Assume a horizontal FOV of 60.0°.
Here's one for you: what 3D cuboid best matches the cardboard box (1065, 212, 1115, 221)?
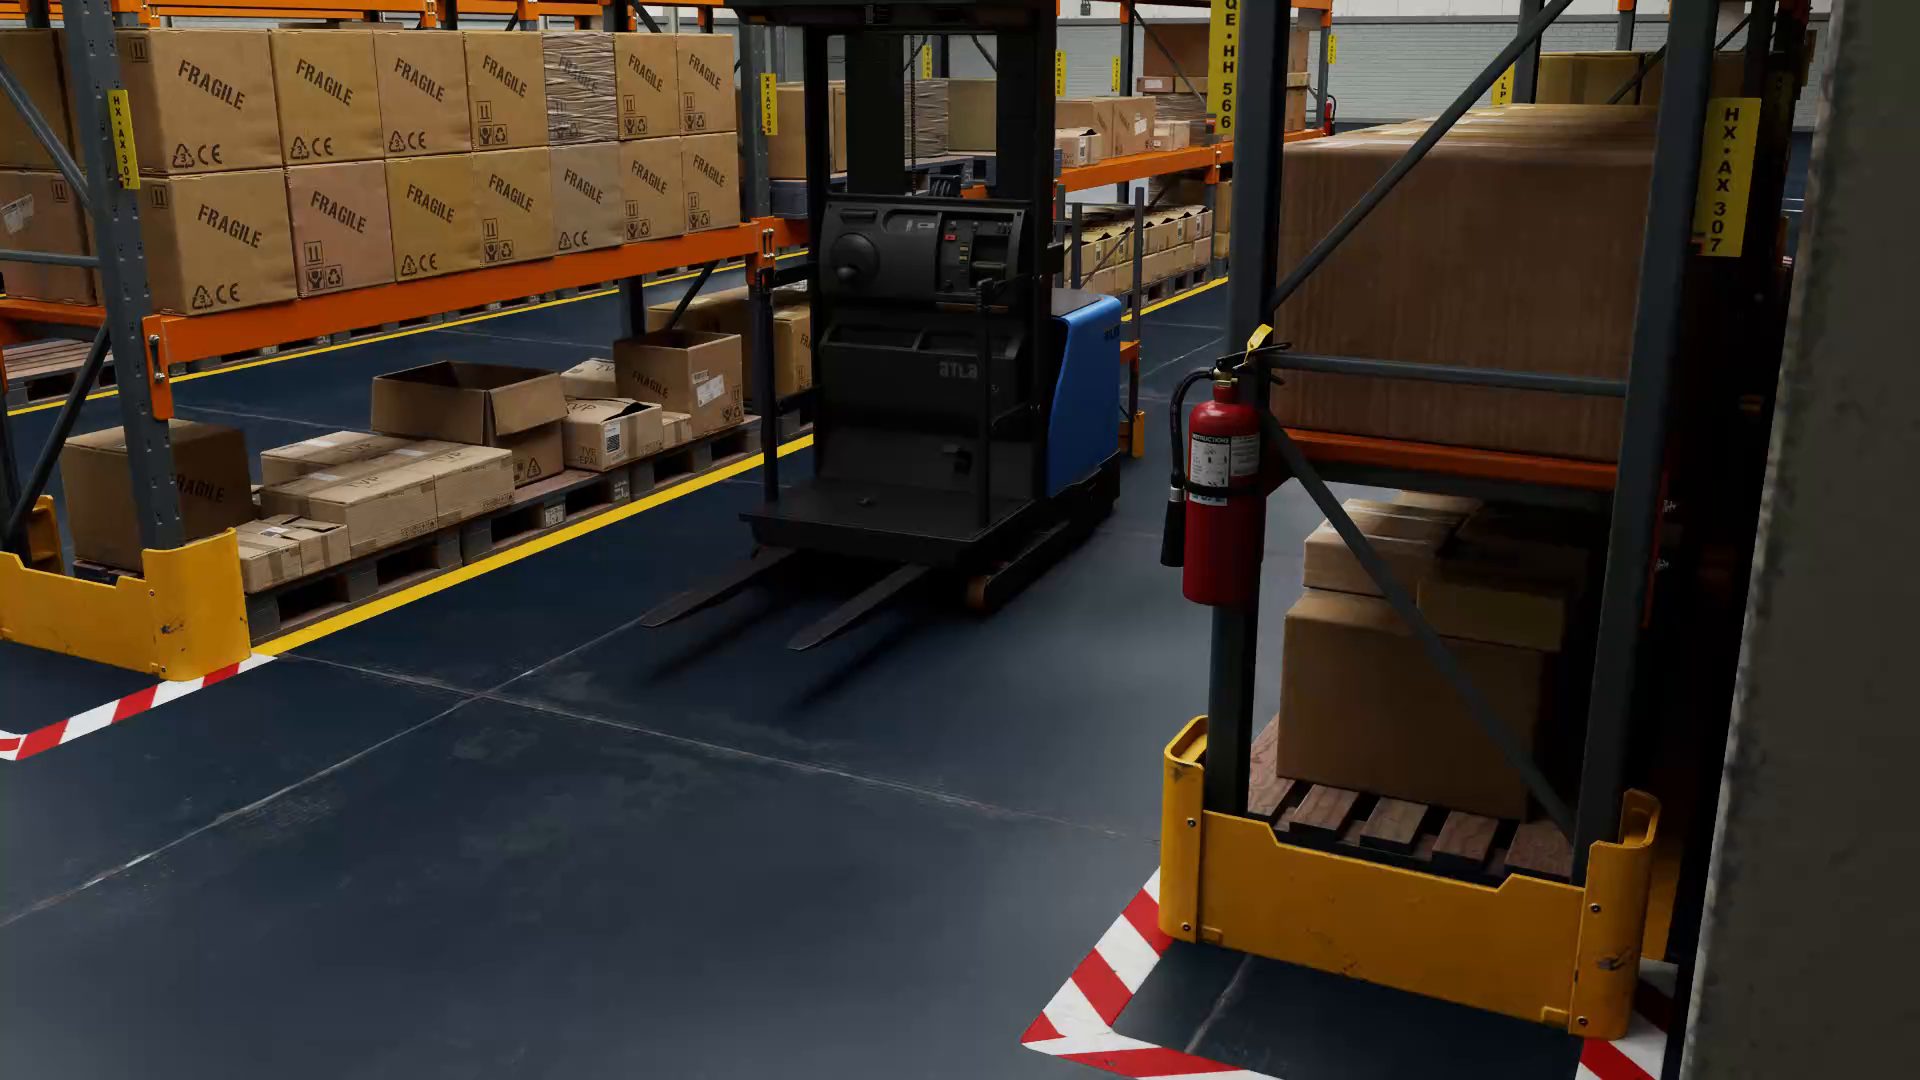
[{"bbox_3d":[1.176,-2.886,15.412,0.500,0.311,0.500,7,18,24],"label":"cardboard box"}]

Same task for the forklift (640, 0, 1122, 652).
[{"bbox_3d":[-0.252,-1.241,6.888,1.130,2.935,3.031,7,18,23],"label":"forklift"}]

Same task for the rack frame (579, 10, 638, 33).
[{"bbox_3d":[-5.032,-6.346,23.956,1.000,3.000,0.127,8,18,25],"label":"rack frame"}]

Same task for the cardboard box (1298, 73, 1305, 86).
[{"bbox_3d":[3.713,-5.255,18.969,0.380,0.149,0.250,9,19,27],"label":"cardboard box"}]

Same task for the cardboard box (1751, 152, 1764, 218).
[{"bbox_3d":[3.566,-1.818,7.978,0.500,0.500,0.500,8,18,26],"label":"cardboard box"}]

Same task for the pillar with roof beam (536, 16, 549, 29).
[{"bbox_3d":[-7.563,-15.088,42.851,9.100,9.000,0.400,8,18,25],"label":"pillar with roof beam"}]

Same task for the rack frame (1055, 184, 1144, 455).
[{"bbox_3d":[0.773,-1.234,9.379,0.500,1.500,0.032,7,18,22],"label":"rack frame"}]

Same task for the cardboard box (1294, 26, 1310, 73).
[{"bbox_3d":[3.585,-5.624,19.070,0.700,0.500,0.500,8,18,26],"label":"cardboard box"}]

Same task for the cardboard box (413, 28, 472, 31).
[{"bbox_3d":[-6.391,-6.079,20.604,0.500,0.500,0.500,8,18,25],"label":"cardboard box"}]

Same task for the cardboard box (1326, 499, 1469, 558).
[{"bbox_3d":[1.344,-0.006,5.124,0.380,0.149,0.250,9,19,27],"label":"cardboard box"}]

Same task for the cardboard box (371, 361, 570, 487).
[{"bbox_3d":[-2.368,-0.563,8.098,0.797,0.503,0.637,8,18,25],"label":"cardboard box"}]

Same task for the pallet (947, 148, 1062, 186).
[{"bbox_3d":[0.014,-2.774,12.265,1.213,0.211,1.003,8,18,25],"label":"pallet"}]

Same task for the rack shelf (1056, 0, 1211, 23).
[{"bbox_3d":[1.148,-4.650,14.239,1.077,0.370,4.000,8,18,25],"label":"rack shelf"}]

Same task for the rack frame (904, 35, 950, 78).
[{"bbox_3d":[-0.601,-5.716,21.835,1.000,3.000,0.127,8,18,25],"label":"rack frame"}]

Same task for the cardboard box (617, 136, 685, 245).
[{"bbox_3d":[-1.756,-1.785,8.423,0.500,0.500,0.500,9,19,27],"label":"cardboard box"}]

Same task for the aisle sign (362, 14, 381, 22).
[{"bbox_3d":[-9.124,-8.229,25.730,0.394,0.787,0.004,8,18,25],"label":"aisle sign"}]

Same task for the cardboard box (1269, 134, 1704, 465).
[{"bbox_3d":[1.332,-0.655,4.269,0.980,0.700,0.700,9,19,28],"label":"cardboard box"}]

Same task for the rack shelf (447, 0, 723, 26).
[{"bbox_3d":[-3.282,-5.281,16.364,1.077,0.370,4.000,8,18,25],"label":"rack shelf"}]

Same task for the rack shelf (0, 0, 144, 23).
[{"bbox_3d":[-9.500,-4.892,15.056,1.077,0.370,4.000,8,18,25],"label":"rack shelf"}]

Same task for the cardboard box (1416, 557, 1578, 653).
[{"bbox_3d":[1.459,0.172,4.524,0.380,0.149,0.250,8,18,26],"label":"cardboard box"}]

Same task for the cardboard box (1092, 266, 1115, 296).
[{"bbox_3d":[0.975,-2.154,13.935,0.500,0.250,0.500,8,18,24],"label":"cardboard box"}]

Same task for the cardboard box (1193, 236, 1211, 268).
[{"bbox_3d":[2.116,-2.807,16.131,0.500,0.250,0.500,8,18,25],"label":"cardboard box"}]

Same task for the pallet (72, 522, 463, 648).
[{"bbox_3d":[-2.931,0.105,7.135,1.003,0.211,1.213,8,18,25],"label":"pallet"}]

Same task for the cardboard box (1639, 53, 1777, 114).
[{"bbox_3d":[3.339,-2.043,7.417,0.500,0.250,0.500,9,19,27],"label":"cardboard box"}]

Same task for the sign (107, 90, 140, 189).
[{"bbox_3d":[-2.835,-1.355,5.633,0.100,0.325,0.005,8,18,25],"label":"sign"}]

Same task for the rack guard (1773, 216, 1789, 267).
[{"bbox_3d":[8.228,-3.238,17.882,1.175,0.500,0.348,8,18,25],"label":"rack guard"}]

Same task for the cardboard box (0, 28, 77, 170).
[{"bbox_3d":[-3.368,-1.685,6.331,0.500,0.500,0.500,8,18,25],"label":"cardboard box"}]

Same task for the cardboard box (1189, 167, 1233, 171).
[{"bbox_3d":[2.718,-3.837,18.285,0.500,0.500,0.500,8,18,25],"label":"cardboard box"}]

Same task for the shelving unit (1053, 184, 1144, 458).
[{"bbox_3d":[0.567,-1.099,8.924,0.587,1.500,1.083,7,18,22],"label":"shelving unit"}]

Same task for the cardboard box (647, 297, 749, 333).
[{"bbox_3d":[-1.569,-1.203,10.258,0.500,0.500,0.500,8,18,25],"label":"cardboard box"}]

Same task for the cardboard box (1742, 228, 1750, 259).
[{"bbox_3d":[3.449,-1.402,7.717,0.380,0.149,0.250,8,18,24],"label":"cardboard box"}]

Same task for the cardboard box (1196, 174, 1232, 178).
[{"bbox_3d":[2.745,-3.515,17.200,0.500,0.500,0.500,8,18,25],"label":"cardboard box"}]

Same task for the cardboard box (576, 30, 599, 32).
[{"bbox_3d":[-5.275,-6.716,22.748,0.500,0.500,0.500,8,18,25],"label":"cardboard box"}]

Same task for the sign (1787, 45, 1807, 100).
[{"bbox_3d":[5.186,-2.903,10.330,0.100,0.325,0.005,8,18,25],"label":"sign"}]

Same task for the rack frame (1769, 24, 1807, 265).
[{"bbox_3d":[8.262,-4.456,17.591,1.000,3.000,0.127,8,18,25],"label":"rack frame"}]

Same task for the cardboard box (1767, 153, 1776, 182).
[{"bbox_3d":[4.712,-2.464,10.153,0.500,0.500,0.500,8,18,26],"label":"cardboard box"}]

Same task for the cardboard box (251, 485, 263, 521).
[{"bbox_3d":[-3.036,-0.124,7.210,0.380,0.166,0.250,8,18,25],"label":"cardboard box"}]

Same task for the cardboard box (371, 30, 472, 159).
[{"bbox_3d":[-2.431,-1.877,6.978,0.500,0.500,0.500,8,18,26],"label":"cardboard box"}]

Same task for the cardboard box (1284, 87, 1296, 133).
[{"bbox_3d":[3.379,-4.881,18.848,0.700,0.500,0.500,9,19,27],"label":"cardboard box"}]

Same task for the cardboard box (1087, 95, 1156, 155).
[{"bbox_3d":[1.448,-3.786,15.162,0.500,0.500,0.500,10,19,29],"label":"cardboard box"}]

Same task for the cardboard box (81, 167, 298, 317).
[{"bbox_3d":[-2.886,-1.137,6.242,0.500,0.500,0.500,9,19,27],"label":"cardboard box"}]

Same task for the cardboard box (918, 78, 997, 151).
[{"bbox_3d":[0.074,-3.122,12.187,0.700,0.500,0.500,2,17,7],"label":"cardboard box"}]

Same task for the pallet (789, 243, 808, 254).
[{"bbox_3d":[-2.051,-3.526,19.359,1.003,0.211,1.213,8,18,25],"label":"pallet"}]

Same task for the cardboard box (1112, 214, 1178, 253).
[{"bbox_3d":[1.665,-2.818,15.185,0.500,0.311,0.500,8,18,25],"label":"cardboard box"}]

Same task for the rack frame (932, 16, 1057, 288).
[{"bbox_3d":[0.254,-3.047,12.849,1.000,3.000,0.127,8,18,25],"label":"rack frame"}]

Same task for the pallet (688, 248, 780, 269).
[{"bbox_3d":[-2.704,-3.155,18.111,1.003,0.211,1.213,8,18,25],"label":"pallet"}]

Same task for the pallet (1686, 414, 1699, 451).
[{"bbox_3d":[3.722,-0.580,9.441,1.003,0.211,1.213,8,18,25],"label":"pallet"}]

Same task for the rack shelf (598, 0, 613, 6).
[{"bbox_3d":[-2.427,-2.612,7.379,1.077,0.370,4.000,8,18,25],"label":"rack shelf"}]

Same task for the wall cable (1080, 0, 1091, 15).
[{"bbox_3d":[4.933,-19.693,52.382,2.305,6.003,0.169,8,18,25],"label":"wall cable"}]

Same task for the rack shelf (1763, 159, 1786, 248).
[{"bbox_3d":[5.581,-2.582,12.548,1.077,0.370,4.000,8,18,25],"label":"rack shelf"}]

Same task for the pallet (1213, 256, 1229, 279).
[{"bbox_3d":[2.434,-2.927,17.340,1.003,0.211,1.213,8,18,25],"label":"pallet"}]
